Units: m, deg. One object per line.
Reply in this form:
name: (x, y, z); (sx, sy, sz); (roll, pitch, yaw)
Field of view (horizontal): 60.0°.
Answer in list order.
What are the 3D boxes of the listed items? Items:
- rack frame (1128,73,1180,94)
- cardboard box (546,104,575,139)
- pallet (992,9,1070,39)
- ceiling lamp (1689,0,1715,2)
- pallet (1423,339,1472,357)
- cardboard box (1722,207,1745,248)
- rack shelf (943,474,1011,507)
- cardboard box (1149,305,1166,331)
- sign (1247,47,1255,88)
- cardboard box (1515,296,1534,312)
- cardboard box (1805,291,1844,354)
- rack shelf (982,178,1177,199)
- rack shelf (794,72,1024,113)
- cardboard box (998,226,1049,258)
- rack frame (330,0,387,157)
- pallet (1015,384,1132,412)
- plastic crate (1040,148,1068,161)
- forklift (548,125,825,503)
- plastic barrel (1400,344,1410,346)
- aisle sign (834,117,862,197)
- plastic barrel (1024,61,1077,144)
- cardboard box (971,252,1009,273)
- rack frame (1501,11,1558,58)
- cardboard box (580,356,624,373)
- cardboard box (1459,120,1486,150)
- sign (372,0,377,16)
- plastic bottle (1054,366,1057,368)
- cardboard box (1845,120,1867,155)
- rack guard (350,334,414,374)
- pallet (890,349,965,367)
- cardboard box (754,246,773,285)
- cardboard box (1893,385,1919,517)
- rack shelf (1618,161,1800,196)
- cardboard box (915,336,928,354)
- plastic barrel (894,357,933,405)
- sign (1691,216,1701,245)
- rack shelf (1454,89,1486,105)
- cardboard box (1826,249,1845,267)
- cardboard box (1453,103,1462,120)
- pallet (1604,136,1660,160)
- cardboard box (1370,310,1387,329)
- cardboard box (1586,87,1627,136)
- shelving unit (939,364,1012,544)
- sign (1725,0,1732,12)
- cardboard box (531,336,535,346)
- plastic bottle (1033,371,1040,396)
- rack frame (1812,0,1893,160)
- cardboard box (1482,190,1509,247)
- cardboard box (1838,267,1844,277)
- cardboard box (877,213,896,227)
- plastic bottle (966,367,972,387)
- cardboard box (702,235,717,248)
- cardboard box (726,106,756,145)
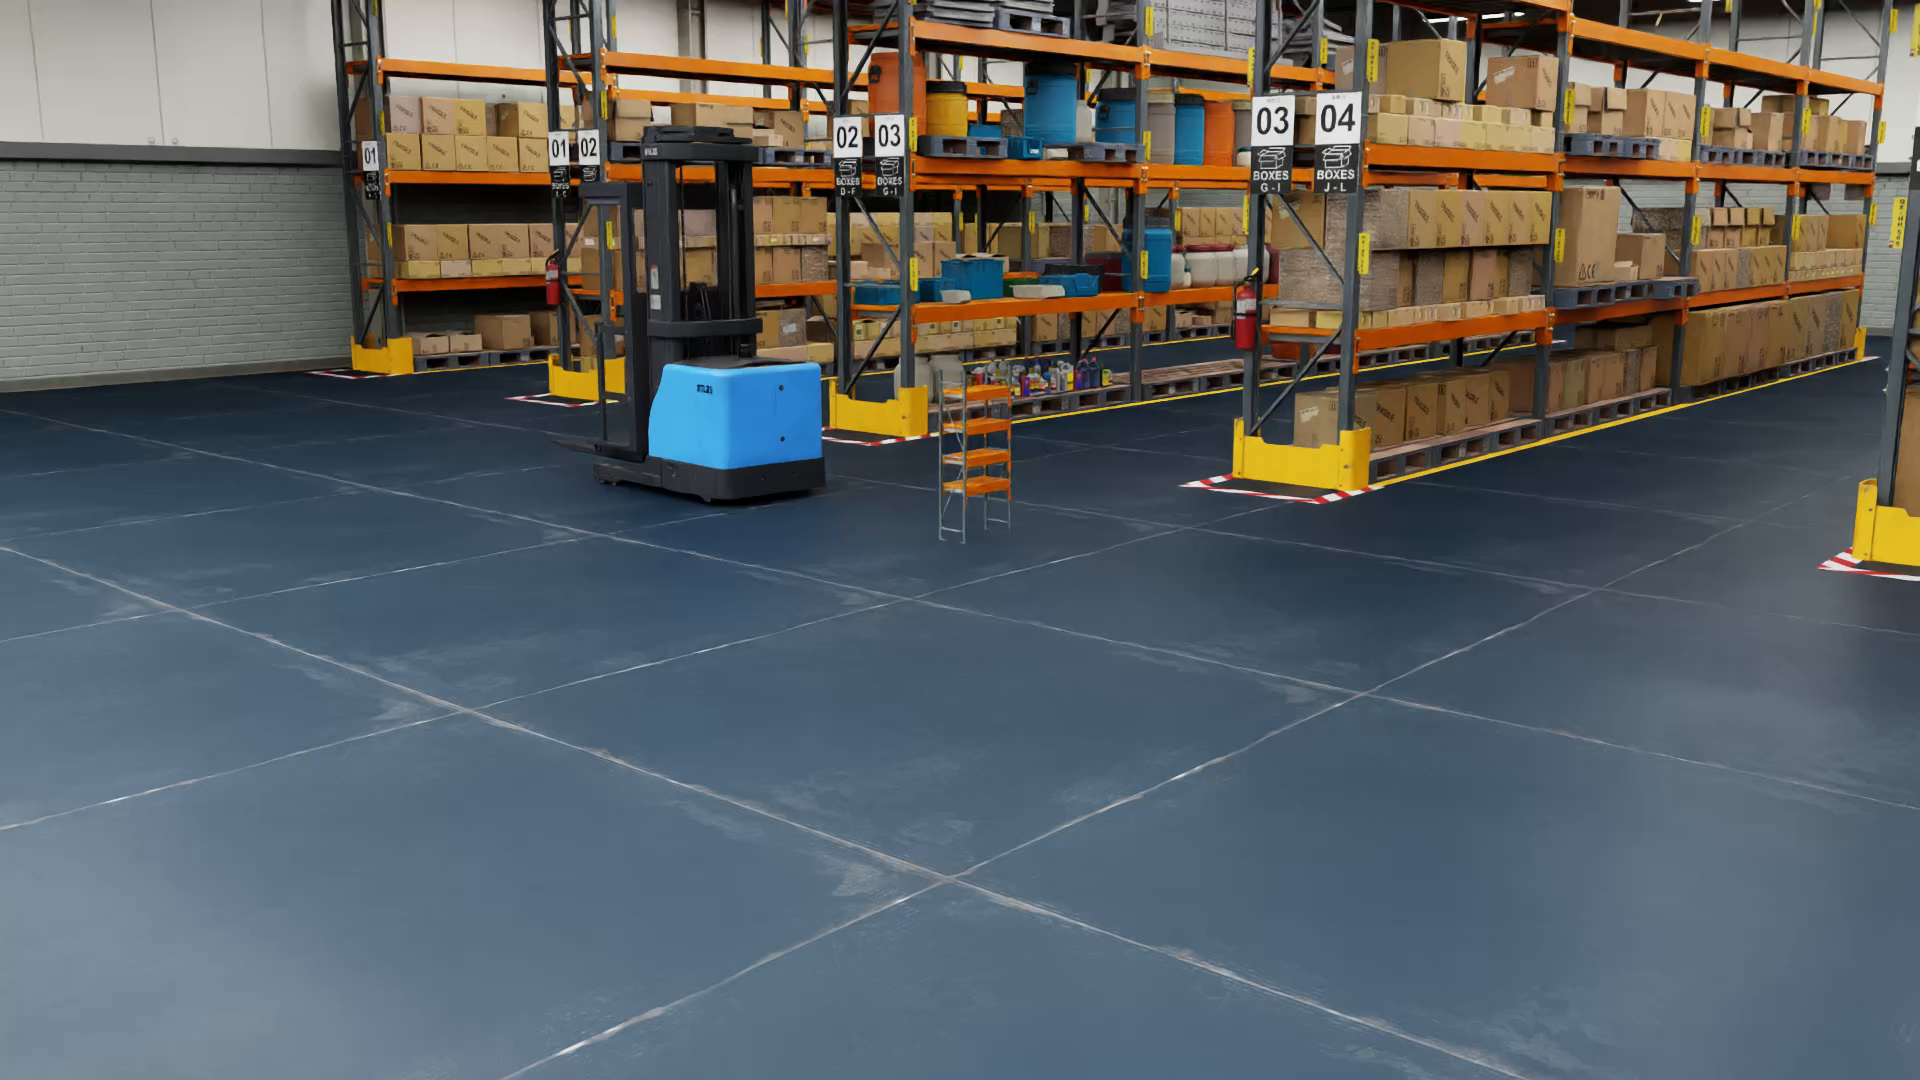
rack frame: (3.330, -7.948, 28.529); (1.000, 3.000, 0.127); (10, 15, 40)
cardboard box: (-6.158, -6.298, 25.066); (0.500, 0.500, 0.500); (11, 16, 43)
pallet: (0.439, -5.536, 17.956); (1.003, 0.211, 1.213); (10, 15, 40)
ceiling lamp: (13.352, -10.827, 28.041); (2.000, 3.185, 0.800); (10, 15, 40)
pallet: (7.504, -3.111, 26.747); (1.003, 0.211, 1.213); (10, 15, 40)
cardboard box: (9.493, -3.978, 21.151); (0.797, 0.503, 0.637); (10, 15, 42)
rack shelf: (0.109, -0.352, 11.768); (0.258, 0.148, 0.480); (10, 15, 40)
cardboard box: (3.219, -3.886, 28.769); (0.500, 0.500, 0.500); (10, 15, 40)
sign: (2.444, -3.939, 13.855); (0.100, 0.325, 0.005); (10, 15, 40)
cardboard box: (5.394, -2.319, 16.306); (0.380, 0.149, 0.250); (10, 15, 40)
cardboard box: (12.446, -3.239, 24.621); (0.875, 0.875, 0.875); (10, 15, 40)
rack shelf: (2.009, -5.830, 27.420); (1.077, 0.370, 4.000); (10, 15, 40)
rack shelf: (-0.631, -6.516, 24.218); (1.077, 0.370, 4.000); (10, 15, 40)
cardboard box: (1.020, -4.780, 26.656); (0.700, 0.500, 0.500); (4, 12, 21)
rack frame: (-8.315, -6.822, 22.893); (1.000, 3.000, 0.127); (10, 15, 40)
pallet: (1.292, -1.727, 19.819); (1.003, 0.211, 1.213); (10, 15, 40)
plastic crate: (1.011, -4.241, 18.302); (0.243, 0.136, 0.396); (10, 15, 40)
forklift: (-2.476, -1.957, 14.028); (1.130, 2.935, 3.031); (-10, 15, -42)
plastic barrel: (6.676, -3.464, 25.682); (0.600, 0.901, 0.708); (10, 15, 40)
aisle sign: (-1.144, -3.902, 16.952); (0.394, 0.787, 0.004); (10, 15, 40)
plastic barrel: (1.030, -4.978, 18.966); (0.600, 0.901, 0.708); (10, 15, 40)
cardboard box: (0.416, -4.326, 25.939); (0.500, 0.311, 0.500); (11, 16, 44)
rack frame: (9.688, -7.895, 28.266); (1.000, 3.000, 0.127); (10, 15, 40)
cardboard box: (-4.460, -2.215, 21.091); (0.500, 0.250, 0.500); (10, 15, 40)
cardboard box: (4.365, -3.620, 14.903); (0.500, 0.250, 0.500); (10, 15, 42)
sign: (-7.908, -7.249, 22.442); (0.100, 0.325, 0.005); (10, 15, 40)
plastic bottle: (1.125, -1.873, 19.244); (0.061, 0.283, 0.133); (10, 15, 40)
cardboard box: (13.106, -6.005, 24.875); (0.700, 0.500, 0.500); (9, 14, 37)
rack guard: (-8.265, -2.666, 23.781); (1.175, 0.500, 0.348); (10, 15, 40)
pallet: (-0.689, -2.755, 24.967); (1.003, 0.211, 1.213); (10, 15, 40)
cardboard box: (-2.917, -3.660, 22.123); (0.700, 0.500, 0.500); (10, 15, 41)
cardboard box: (6.904, -0.575, 11.285); (0.875, 0.875, 0.875); (10, 15, 41)
rack shelf: (9.448, -4.549, 21.004); (1.077, 0.370, 4.000); (10, 15, 40)
cardboard box: (-0.821, -2.865, 24.347); (0.500, 0.250, 0.500); (9, 15, 39)
plastic barrel: (-0.496, -1.692, 17.804); (0.421, 0.512, 0.421); (0, 11, 0)
sign: (8.542, -3.596, 19.304); (0.100, 0.325, 0.005); (10, 15, 40)
rack shelf: (8.368, -7.052, 26.902); (1.077, 0.370, 4.000); (10, 15, 40)
cardboard box: (12.617, -4.130, 24.356); (0.500, 0.250, 0.500); (9, 14, 38)
cardboard box: (4.217, -3.792, 14.746); (0.380, 0.149, 0.250); (10, 15, 40)
pallet: (6.657, -4.156, 17.684); (1.213, 0.211, 1.003); (10, 15, 40)
cardboard box: (3.394, -1.881, 14.113); (0.380, 0.149, 0.250); (10, 15, 40)
cardboard box: (6.494, -4.470, 17.440); (0.797, 0.503, 0.637); (11, 15, 43)
shelving unit: (0.109, -0.613, 11.716); (0.258, 1.200, 0.503); (10, 15, 40)
sign: (10.368, -7.278, 22.384); (0.100, 0.325, 0.005); (10, 15, 40)
cardboard box: (-6.746, -3.054, 25.498); (0.380, 0.149, 0.250); (8, 14, 36)
plastic bottle: (0.850, -1.769, 18.752); (0.097, 0.271, 0.097); (0, 11, 0)
rack frame: (13.409, -7.255, 25.060); (1.000, 3.000, 0.127); (10, 15, 40)
cardboard box: (4.737, -2.984, 15.425); (0.500, 0.500, 0.500); (10, 15, 40)
cardboard box: (12.748, -3.944, 24.443); (0.380, 0.149, 0.250); (9, 15, 39)
cardboard box: (-1.527, -5.892, 30.574); (0.500, 0.250, 0.500); (9, 15, 39)
plastic bottle: (0.073, -1.830, 19.025); (0.061, 0.283, 0.133); (10, 15, 42)
cardboard box: (-3.322, -3.827, 21.303); (0.380, 0.149, 0.250); (10, 15, 40)
cardboard box: (-3.133, -5.399, 21.733); (0.637, 0.503, 0.797); (-10, 15, -41)
